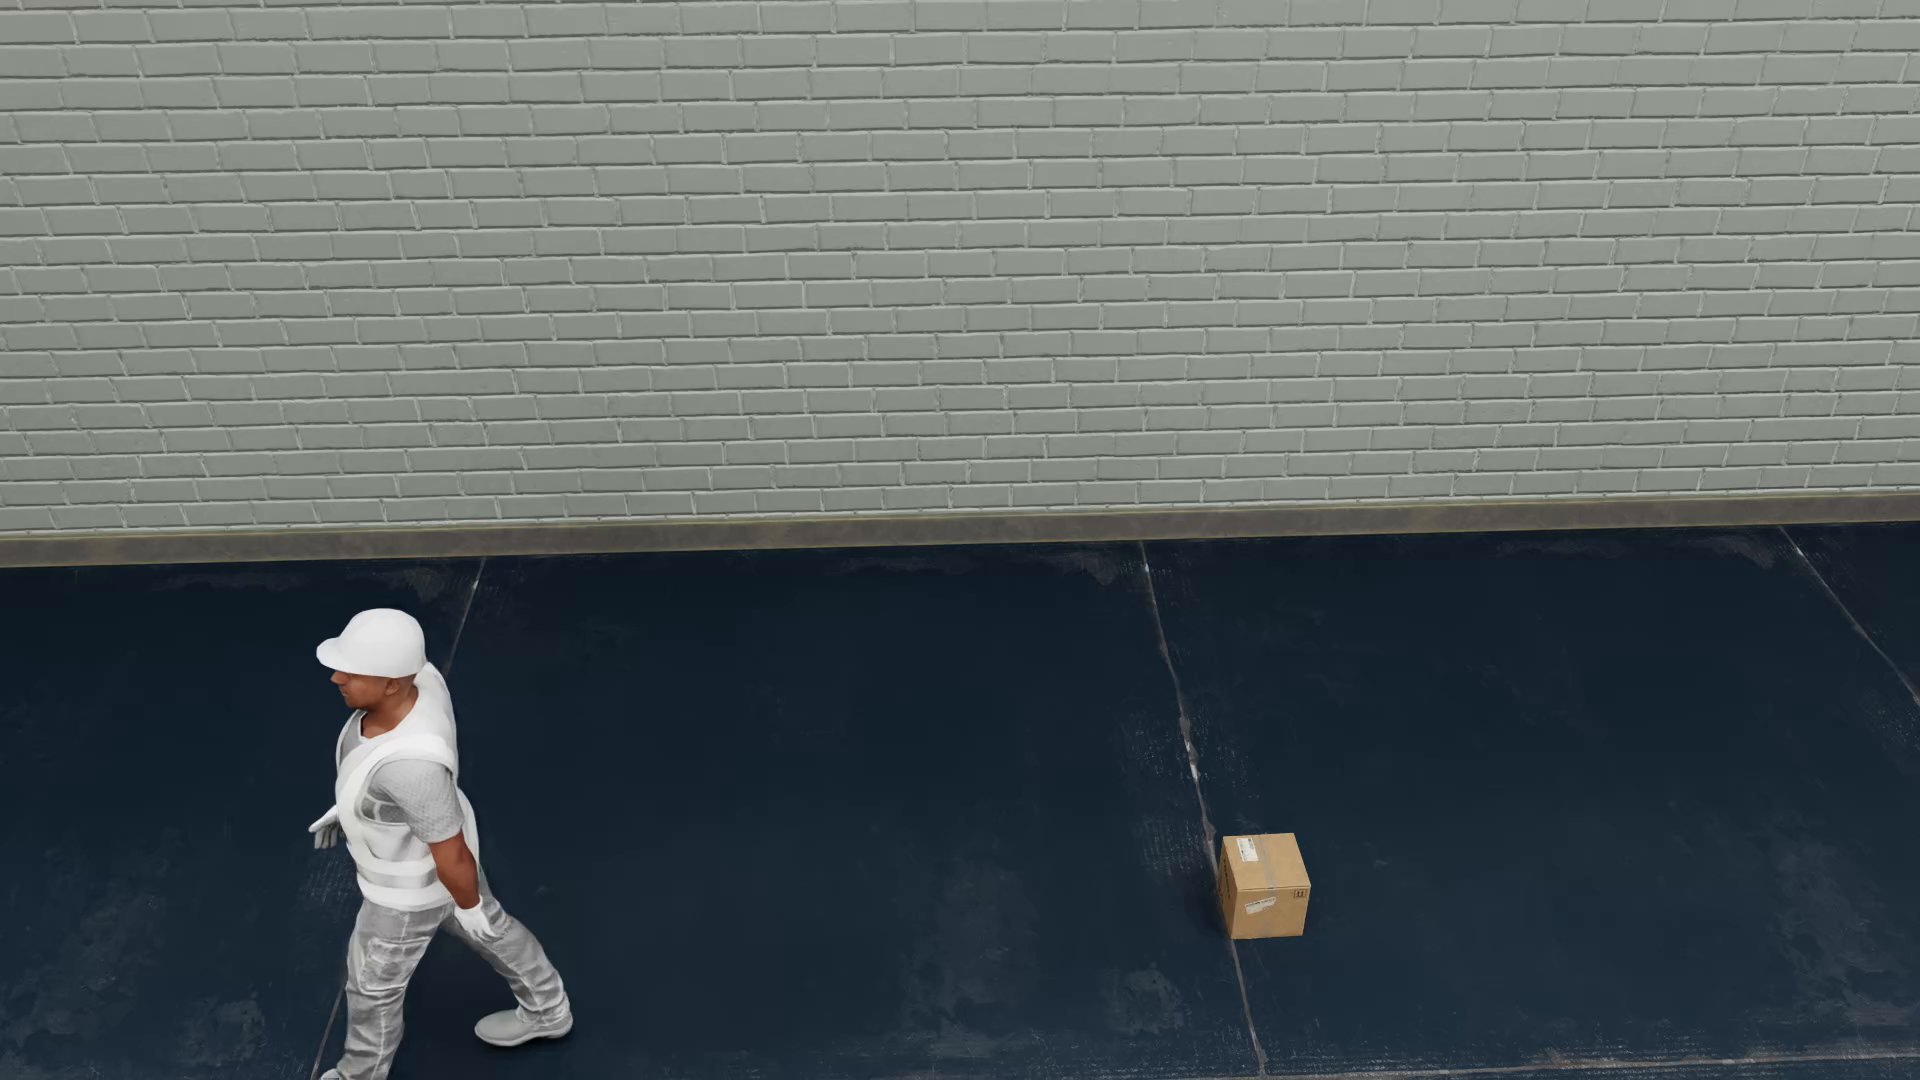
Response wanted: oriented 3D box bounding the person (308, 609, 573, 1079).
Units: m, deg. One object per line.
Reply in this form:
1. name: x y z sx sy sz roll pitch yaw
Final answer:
1. person: -1.678 0.930 4.771 0.898 1.754 0.548 -7 36 -10
